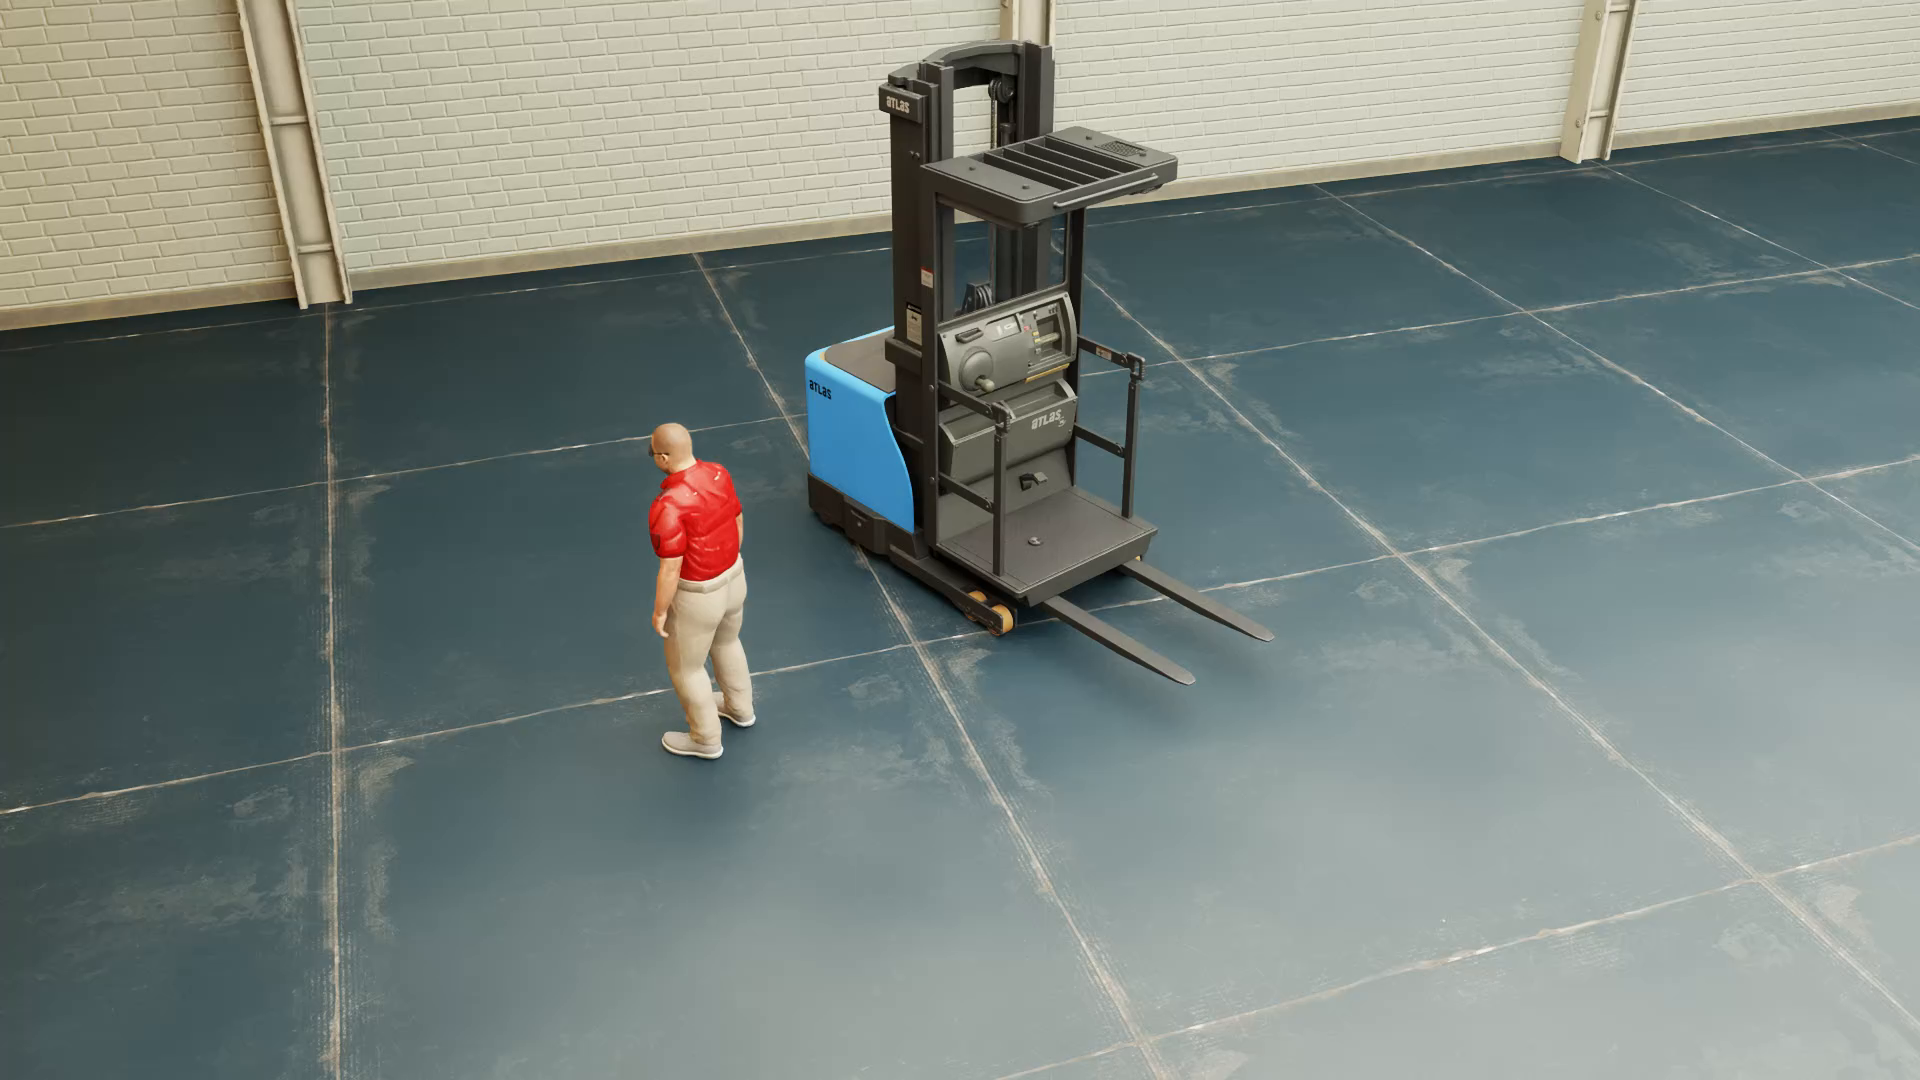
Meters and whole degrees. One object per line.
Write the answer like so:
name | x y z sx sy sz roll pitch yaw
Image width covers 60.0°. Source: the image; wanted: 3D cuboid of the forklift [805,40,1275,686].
forklift | 0.409 -1.033 8.882 1.130 2.935 3.031 -23 37 -34

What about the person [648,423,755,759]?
person | -1.241 0.236 7.882 0.397 1.727 0.585 16 34 26
